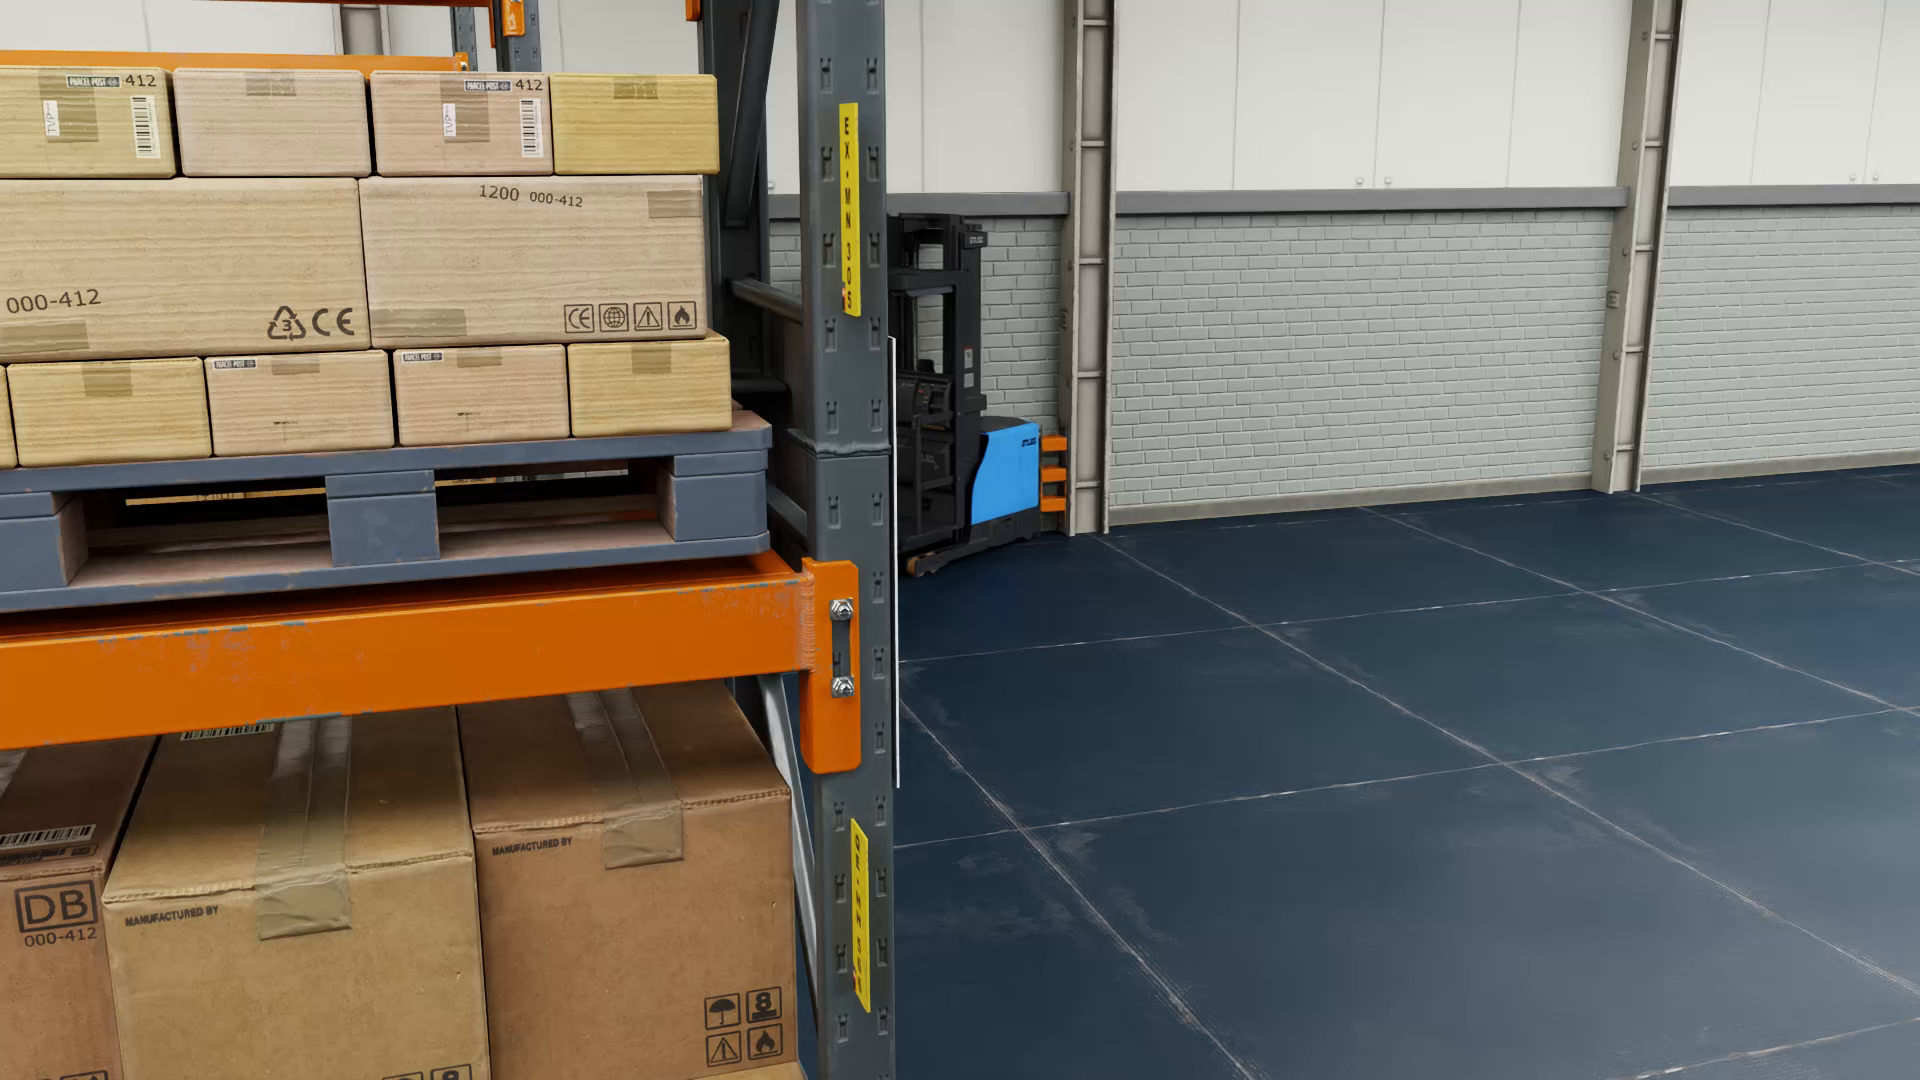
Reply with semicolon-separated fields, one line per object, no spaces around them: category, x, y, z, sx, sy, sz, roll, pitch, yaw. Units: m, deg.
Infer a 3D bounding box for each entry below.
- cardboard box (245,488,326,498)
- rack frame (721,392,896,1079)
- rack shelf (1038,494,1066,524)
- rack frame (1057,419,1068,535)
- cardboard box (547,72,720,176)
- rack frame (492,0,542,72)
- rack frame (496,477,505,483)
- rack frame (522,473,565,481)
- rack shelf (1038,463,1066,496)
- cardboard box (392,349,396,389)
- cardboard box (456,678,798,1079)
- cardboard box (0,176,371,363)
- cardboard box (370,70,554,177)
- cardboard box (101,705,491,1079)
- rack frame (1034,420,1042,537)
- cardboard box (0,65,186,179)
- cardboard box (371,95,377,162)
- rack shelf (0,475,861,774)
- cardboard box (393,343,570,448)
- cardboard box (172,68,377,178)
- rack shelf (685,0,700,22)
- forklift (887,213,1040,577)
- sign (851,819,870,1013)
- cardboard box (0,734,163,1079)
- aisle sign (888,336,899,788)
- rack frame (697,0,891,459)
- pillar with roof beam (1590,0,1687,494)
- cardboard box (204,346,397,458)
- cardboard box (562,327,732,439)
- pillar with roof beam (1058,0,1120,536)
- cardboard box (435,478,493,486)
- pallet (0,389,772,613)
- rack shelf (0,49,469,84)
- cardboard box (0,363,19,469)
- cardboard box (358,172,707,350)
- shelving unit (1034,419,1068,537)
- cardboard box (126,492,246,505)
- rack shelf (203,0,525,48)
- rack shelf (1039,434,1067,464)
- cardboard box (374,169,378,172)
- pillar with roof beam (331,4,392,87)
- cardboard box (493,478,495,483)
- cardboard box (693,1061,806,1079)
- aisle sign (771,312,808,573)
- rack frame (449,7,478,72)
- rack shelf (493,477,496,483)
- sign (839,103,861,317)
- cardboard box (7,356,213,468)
cardboard box;-2.905;-0.424;7.425;0.500;0.500;0.700;-4;14;-18
rack frame;-0.334;1.212;3.564;0.127;3.000;1.000;-4;14;-18
rack shelf;0.825;-0.287;15.326;0.240;0.259;0.215;-4;14;-17
rack frame;0.942;-0.576;15.292;0.008;1.050;0.200;-4;14;-17
cardboard box;-0.545;-0.666;2.676;0.250;0.149;0.380;-4;14;-18
rack frame;-2.009;-2.784;7.402;0.127;3.000;1.000;-4;14;-18
rack frame;-3.595;-0.954;12.672;0.127;3.000;1.000;-4;14;-18
rack frame;-2.009;0.134;8.096;0.127;3.000;1.000;-4;14;-18
rack shelf;0.826;-0.557;15.260;0.240;0.259;0.215;-4;14;-17
cardboard box;-1.003;-0.404;3.295;0.250;0.149;0.380;-4;14;-18
cardboard box;-0.698;0.633;3.342;0.550;0.550;0.875;-4;14;-18
cardboard box;-1.183;-0.437;2.575;0.500;0.250;0.500;-4;14;-18
cardboard box;-0.782;-0.648;2.599;0.250;0.149;0.380;-4;14;-18
cardboard box;-1.190;0.694;3.086;0.550;0.550;0.875;-4;14;-18
rack frame;0.709;-0.559;15.223;0.008;1.050;0.200;-4;14;-17
cardboard box;-1.270;-0.610;2.438;0.250;0.149;0.380;-4;14;-17
cardboard box;-1.232;-0.773;3.126;0.250;0.149;0.380;-5;14;-19
rack shelf;-2.230;0.251;2.679;4.000;0.370;1.077;-4;14;-18
cardboard box;-0.780;-0.260;2.692;0.250;0.149;0.380;-4;14;-18
cardboard box;-1.025;-0.629;2.520;0.250;0.149;0.380;-4;14;-17
rack shelf;-2.230;-1.014;2.378;4.000;0.370;1.077;-4;14;-18
forklift;-0.578;-1.246;14.045;1.130;2.935;3.031;10;17;37
sign;-0.174;0.654;2.898;0.005;0.325;0.100;-4;14;-18
cardboard box;-1.764;0.705;3.038;0.550;0.550;0.875;-4;14;-18
aisle sign;-0.171;0.008;3.008;0.004;0.787;0.394;-4;14;-18
rack frame;-0.334;-1.706;2.869;0.127;3.000;1.000;-4;14;-18
pillar with roof beam;8.204;-3.960;12.347;0.400;9.000;9.100;-4;14;-18
cardboard box;-1.023;-0.241;2.612;0.250;0.149;0.380;-4;14;-17
cardboard box;-0.541;-0.279;2.770;0.250;0.149;0.380;-4;14;-18
pillar with roof beam;2.517;-3.518;10.485;0.400;9.000;9.100;-4;14;-18
cardboard box;-2.423;-0.460;7.575;0.500;0.500;0.700;-5;14;-19
pallet;-1.034;-0.147;2.987;1.213;0.211;1.003;-4;14;-18
rack shelf;-5.491;-3.181;11.487;4.000;0.370;1.077;-4;14;-18
cardboard box;-1.506;-0.204;2.454;0.250;0.149;0.380;-5;14;-19
cardboard box;-0.709;-0.474;2.730;0.500;0.250;0.500;-4;14;-17
shelving unit;0.826;-0.568;15.258;0.252;1.050;0.215;-4;14;-17
cardboard box;-3.356;-0.364;7.172;0.500;0.500;0.700;-5;14;-19
rack shelf;-3.904;-2.285;6.865;4.000;0.370;1.077;-4;14;-18
rack shelf;0.826;-0.833;15.193;0.240;0.259;0.215;-4;14;-17
cardboard box;-0.873;-0.592;3.226;0.500;0.250;0.500;-4;14;-18
pillar with roof beam;-3.170;-3.075;8.623;0.400;9.000;9.100;-4;14;-18
cardboard box;-2.546;-0.085;8.159;0.500;0.500;0.500;-5;14;-19
cardboard box;-0.671;1.177;3.389;0.550;0.550;0.875;-4;14;-18
aisle sign;-0.363;-0.123;3.561;0.004;0.787;0.394;-4;14;-18
rack frame;-3.595;-3.873;11.978;0.127;3.000;1.000;-4;14;-18
rack shelf;-5.491;-0.457;12.135;4.000;0.370;1.077;-4;14;-18
sign;-0.174;-0.519;2.618;0.005;0.325;0.100;-4;14;-18
cardboard box;-1.263;-0.223;2.534;0.250;0.149;0.380;-4;14;-18
